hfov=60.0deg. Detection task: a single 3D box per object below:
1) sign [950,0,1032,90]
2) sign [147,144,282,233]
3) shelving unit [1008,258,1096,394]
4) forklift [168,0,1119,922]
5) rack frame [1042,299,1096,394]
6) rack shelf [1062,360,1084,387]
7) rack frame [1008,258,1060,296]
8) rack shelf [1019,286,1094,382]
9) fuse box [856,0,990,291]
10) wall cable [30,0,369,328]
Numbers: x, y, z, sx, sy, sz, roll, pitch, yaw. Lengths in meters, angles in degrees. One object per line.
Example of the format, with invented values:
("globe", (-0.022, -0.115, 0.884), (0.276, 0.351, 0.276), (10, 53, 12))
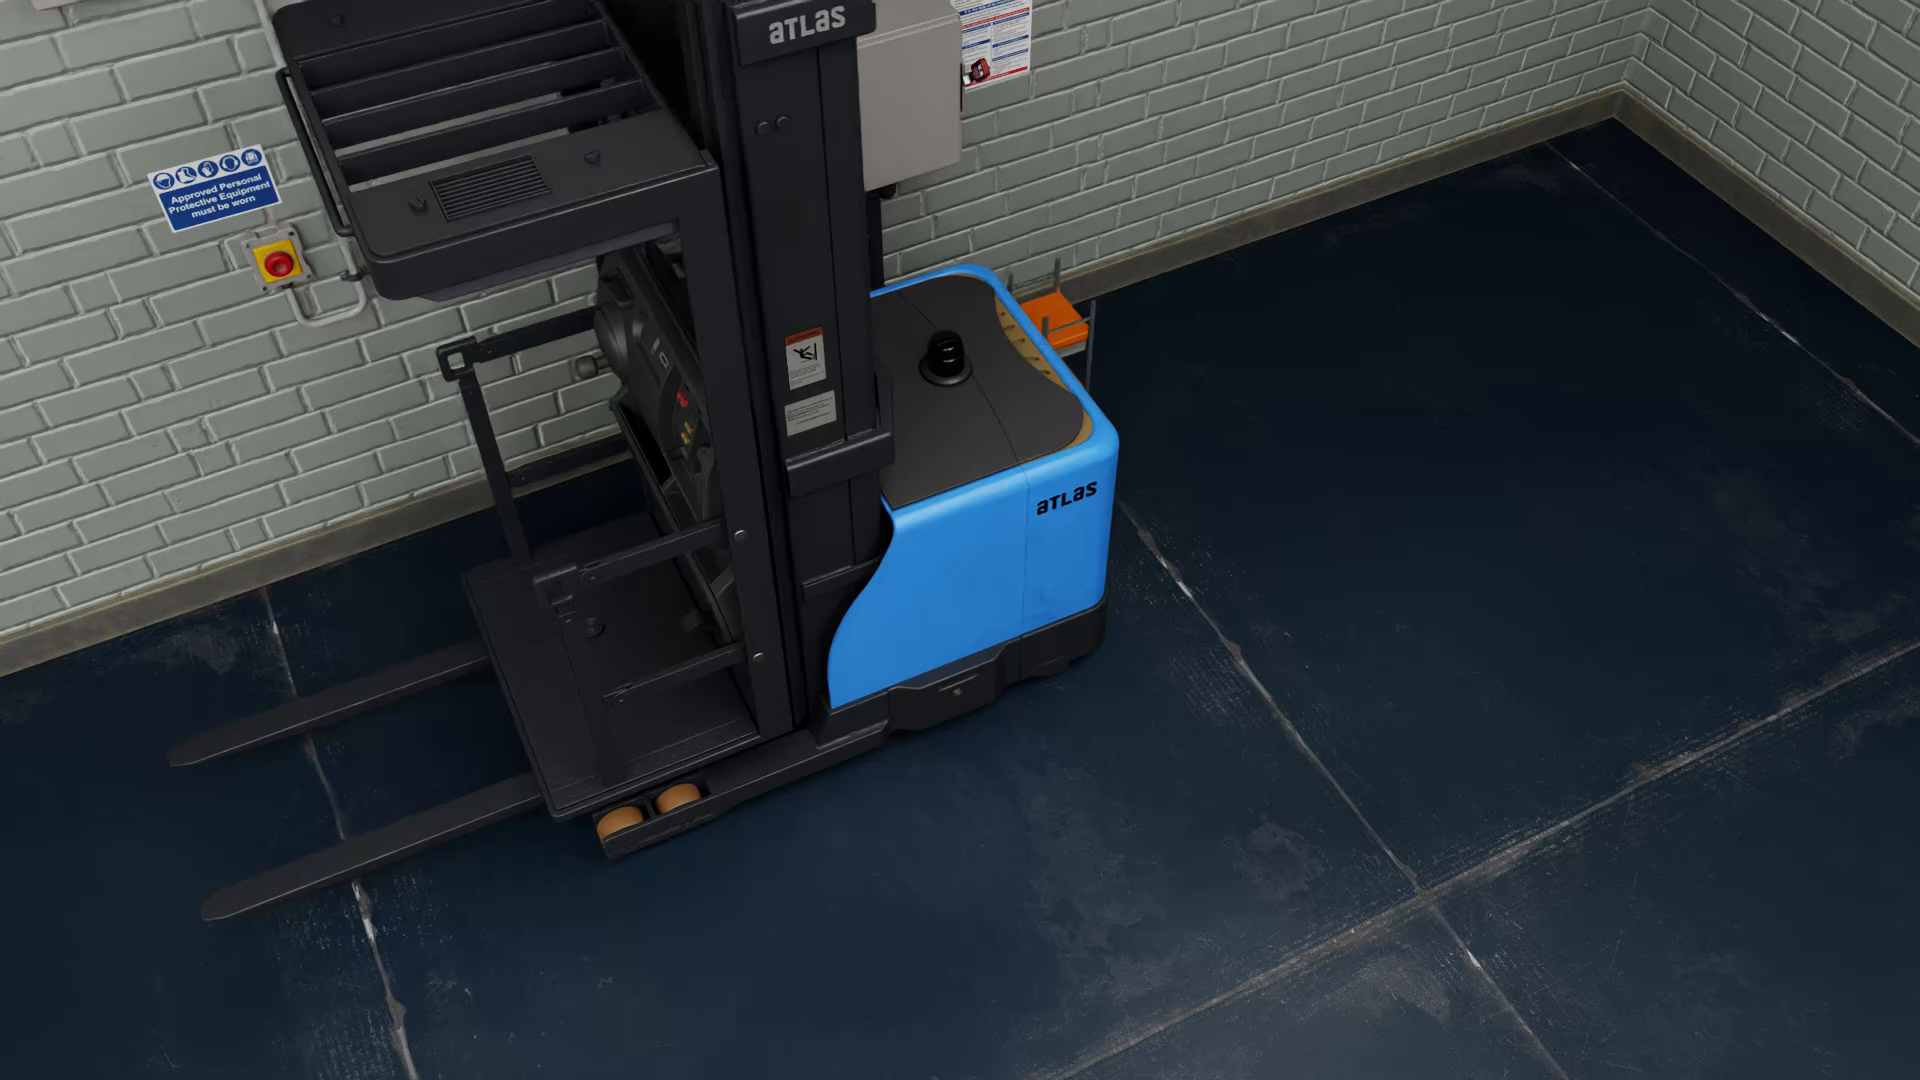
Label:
("sign", (0.113, -1.846, 5.935), (0.329, 0.494, 0.001), (-21, 52, -18))
("sign", (-2.237, -1.056, 5.002), (0.327, 0.218, 0.001), (-21, 52, -18))
("shelving unit", (0.309, -0.505, 5.994), (0.215, 1.050, 0.252), (-21, 52, -17))
("forklift", (-1.046, -0.409, 4.661), (3.031, 2.935, 1.130), (-20, 52, -17))
("rack frame", (0.365, -0.423, 5.922), (0.200, 1.050, 0.008), (-21, 52, -17))
("rack shelf", (0.309, -0.498, 6.002), (0.215, 0.259, 0.240), (-21, 52, -17))
("rack frame", (0.254, -0.587, 6.066), (0.200, 1.050, 0.008), (-21, 52, -17))
("rack shelf", (0.309, -0.685, 5.788), (0.215, 0.259, 0.240), (-21, 52, -17))
("fuse box", (-0.232, -1.145, 6.114), (0.539, 1.711, 0.414), (-21, 52, -18))
("wall cable", (-2.166, -1.288, 4.688), (0.585, 1.953, 0.123), (-21, 52, -18))
